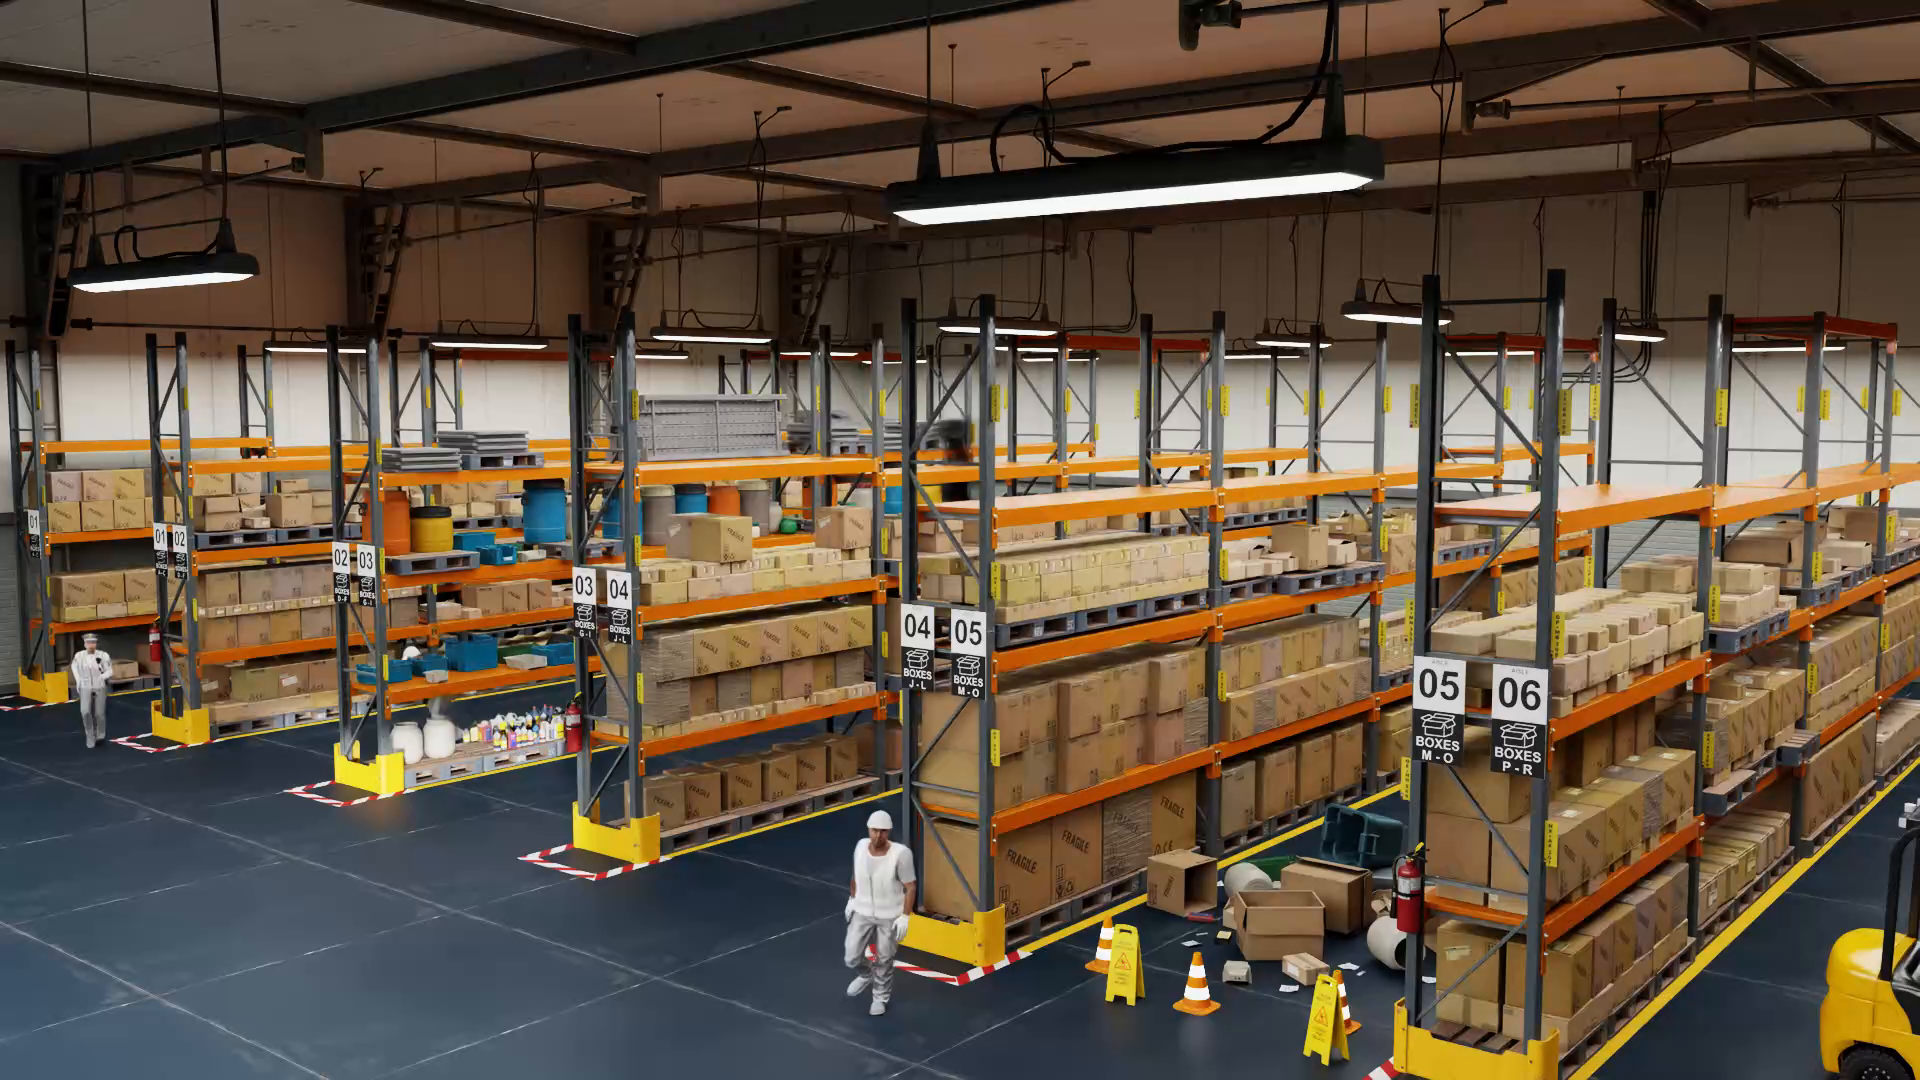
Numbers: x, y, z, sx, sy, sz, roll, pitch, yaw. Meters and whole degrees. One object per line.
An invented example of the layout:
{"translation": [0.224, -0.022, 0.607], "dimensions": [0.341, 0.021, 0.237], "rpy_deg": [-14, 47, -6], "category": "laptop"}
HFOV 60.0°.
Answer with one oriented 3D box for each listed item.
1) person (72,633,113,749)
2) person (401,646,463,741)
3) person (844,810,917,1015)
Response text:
{"translation": [-12.584, 2.184, 24.136], "dimensions": [0.552, 1.705, 0.787], "rpy_deg": [-2, 6, -23], "category": "person"}
{"translation": [-7.656, 2.240, 24.150], "dimensions": [0.623, 1.486, 0.994], "rpy_deg": [3, 6, 26], "category": "person"}
{"translation": [-0.665, 3.062, 13.667], "dimensions": [0.677, 1.752, 0.586], "rpy_deg": [1, 5, 14], "category": "person"}
